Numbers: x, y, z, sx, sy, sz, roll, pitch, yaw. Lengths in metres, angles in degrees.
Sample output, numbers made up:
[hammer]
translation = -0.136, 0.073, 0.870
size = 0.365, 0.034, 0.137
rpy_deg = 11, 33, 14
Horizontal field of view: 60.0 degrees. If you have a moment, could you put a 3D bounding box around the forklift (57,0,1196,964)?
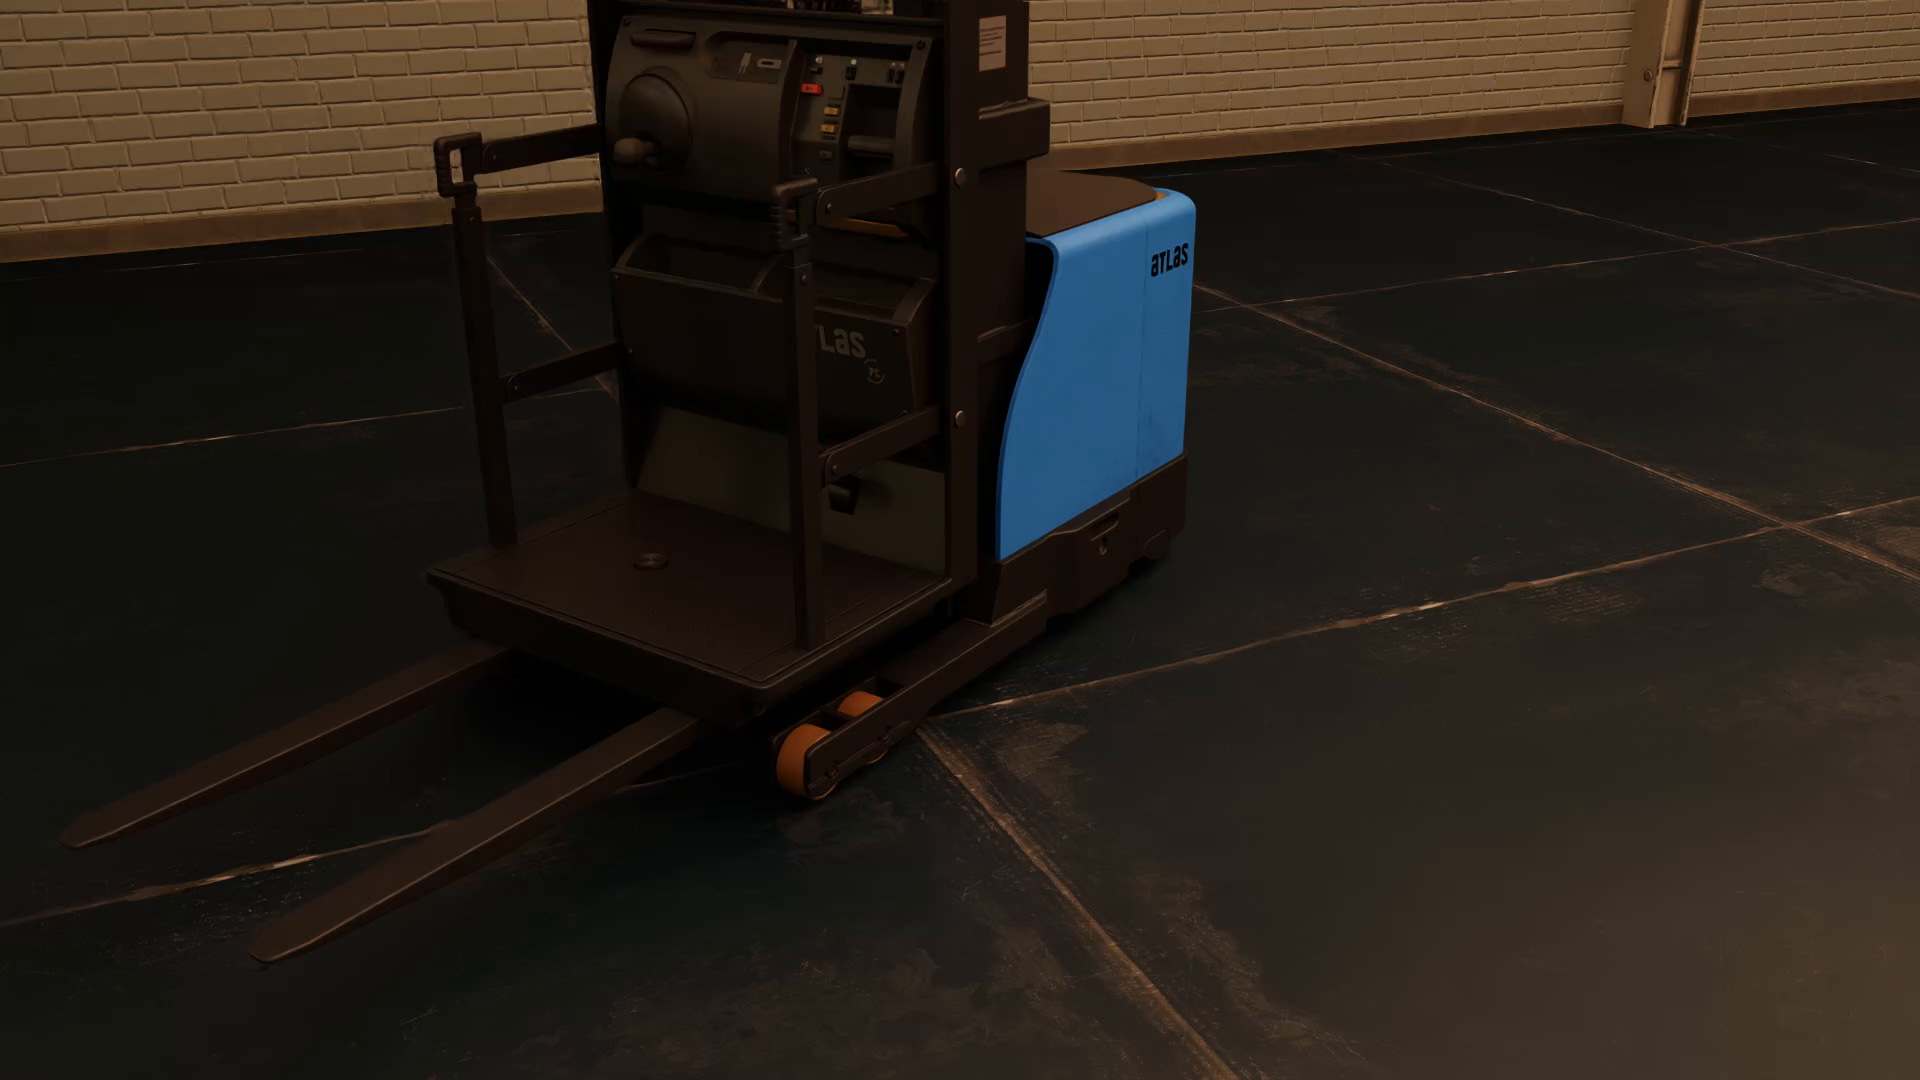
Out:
[forklift]
translation = -0.578, -0.983, 3.652
size = 1.130, 2.935, 3.031
rpy_deg = 15, 27, 32
